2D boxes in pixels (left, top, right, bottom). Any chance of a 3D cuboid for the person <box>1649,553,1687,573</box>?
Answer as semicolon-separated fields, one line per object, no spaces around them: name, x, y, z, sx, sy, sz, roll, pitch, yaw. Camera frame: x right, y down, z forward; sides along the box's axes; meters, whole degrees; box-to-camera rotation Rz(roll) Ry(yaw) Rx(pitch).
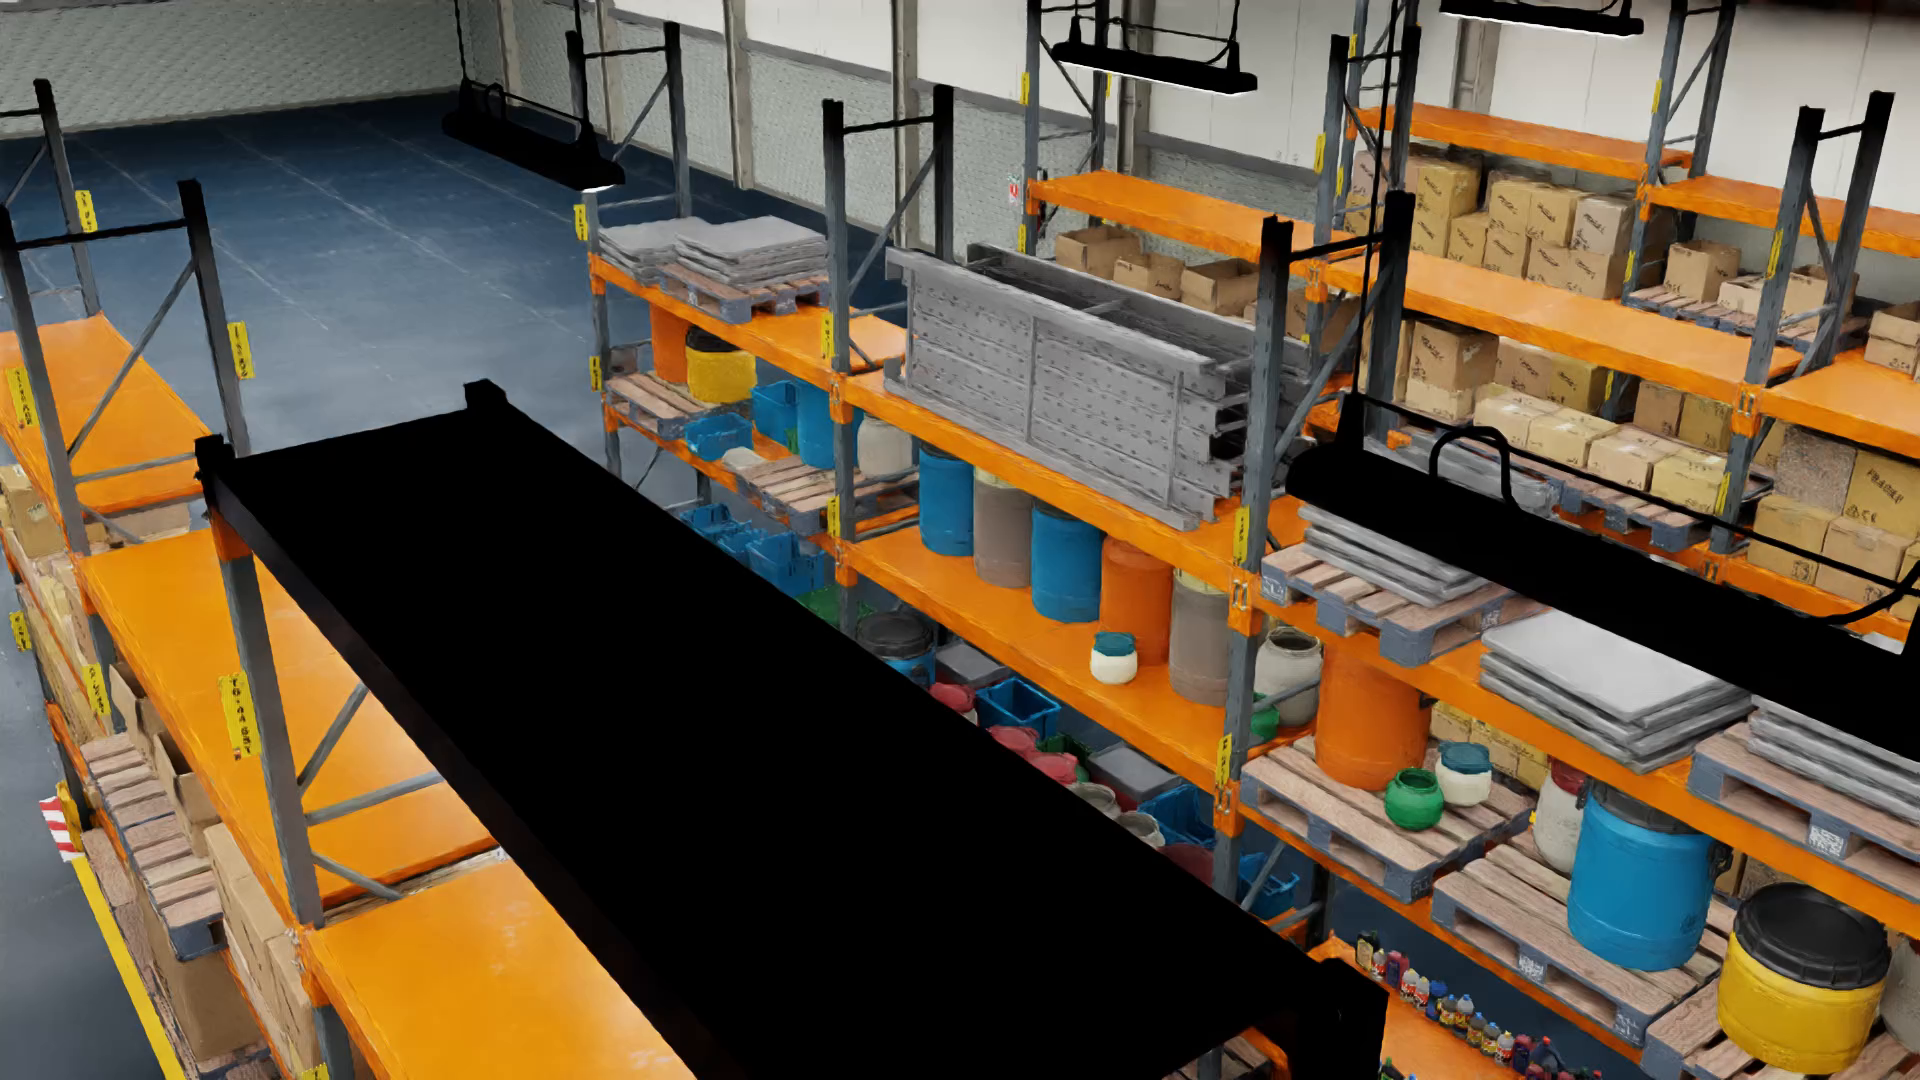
person;6.645;0.569;15.821;0.453;1.612;1.019;-18;30;-34

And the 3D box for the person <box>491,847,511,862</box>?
person;-3.220;2.593;11.451;0.639;1.632;0.512;-18;30;-33
